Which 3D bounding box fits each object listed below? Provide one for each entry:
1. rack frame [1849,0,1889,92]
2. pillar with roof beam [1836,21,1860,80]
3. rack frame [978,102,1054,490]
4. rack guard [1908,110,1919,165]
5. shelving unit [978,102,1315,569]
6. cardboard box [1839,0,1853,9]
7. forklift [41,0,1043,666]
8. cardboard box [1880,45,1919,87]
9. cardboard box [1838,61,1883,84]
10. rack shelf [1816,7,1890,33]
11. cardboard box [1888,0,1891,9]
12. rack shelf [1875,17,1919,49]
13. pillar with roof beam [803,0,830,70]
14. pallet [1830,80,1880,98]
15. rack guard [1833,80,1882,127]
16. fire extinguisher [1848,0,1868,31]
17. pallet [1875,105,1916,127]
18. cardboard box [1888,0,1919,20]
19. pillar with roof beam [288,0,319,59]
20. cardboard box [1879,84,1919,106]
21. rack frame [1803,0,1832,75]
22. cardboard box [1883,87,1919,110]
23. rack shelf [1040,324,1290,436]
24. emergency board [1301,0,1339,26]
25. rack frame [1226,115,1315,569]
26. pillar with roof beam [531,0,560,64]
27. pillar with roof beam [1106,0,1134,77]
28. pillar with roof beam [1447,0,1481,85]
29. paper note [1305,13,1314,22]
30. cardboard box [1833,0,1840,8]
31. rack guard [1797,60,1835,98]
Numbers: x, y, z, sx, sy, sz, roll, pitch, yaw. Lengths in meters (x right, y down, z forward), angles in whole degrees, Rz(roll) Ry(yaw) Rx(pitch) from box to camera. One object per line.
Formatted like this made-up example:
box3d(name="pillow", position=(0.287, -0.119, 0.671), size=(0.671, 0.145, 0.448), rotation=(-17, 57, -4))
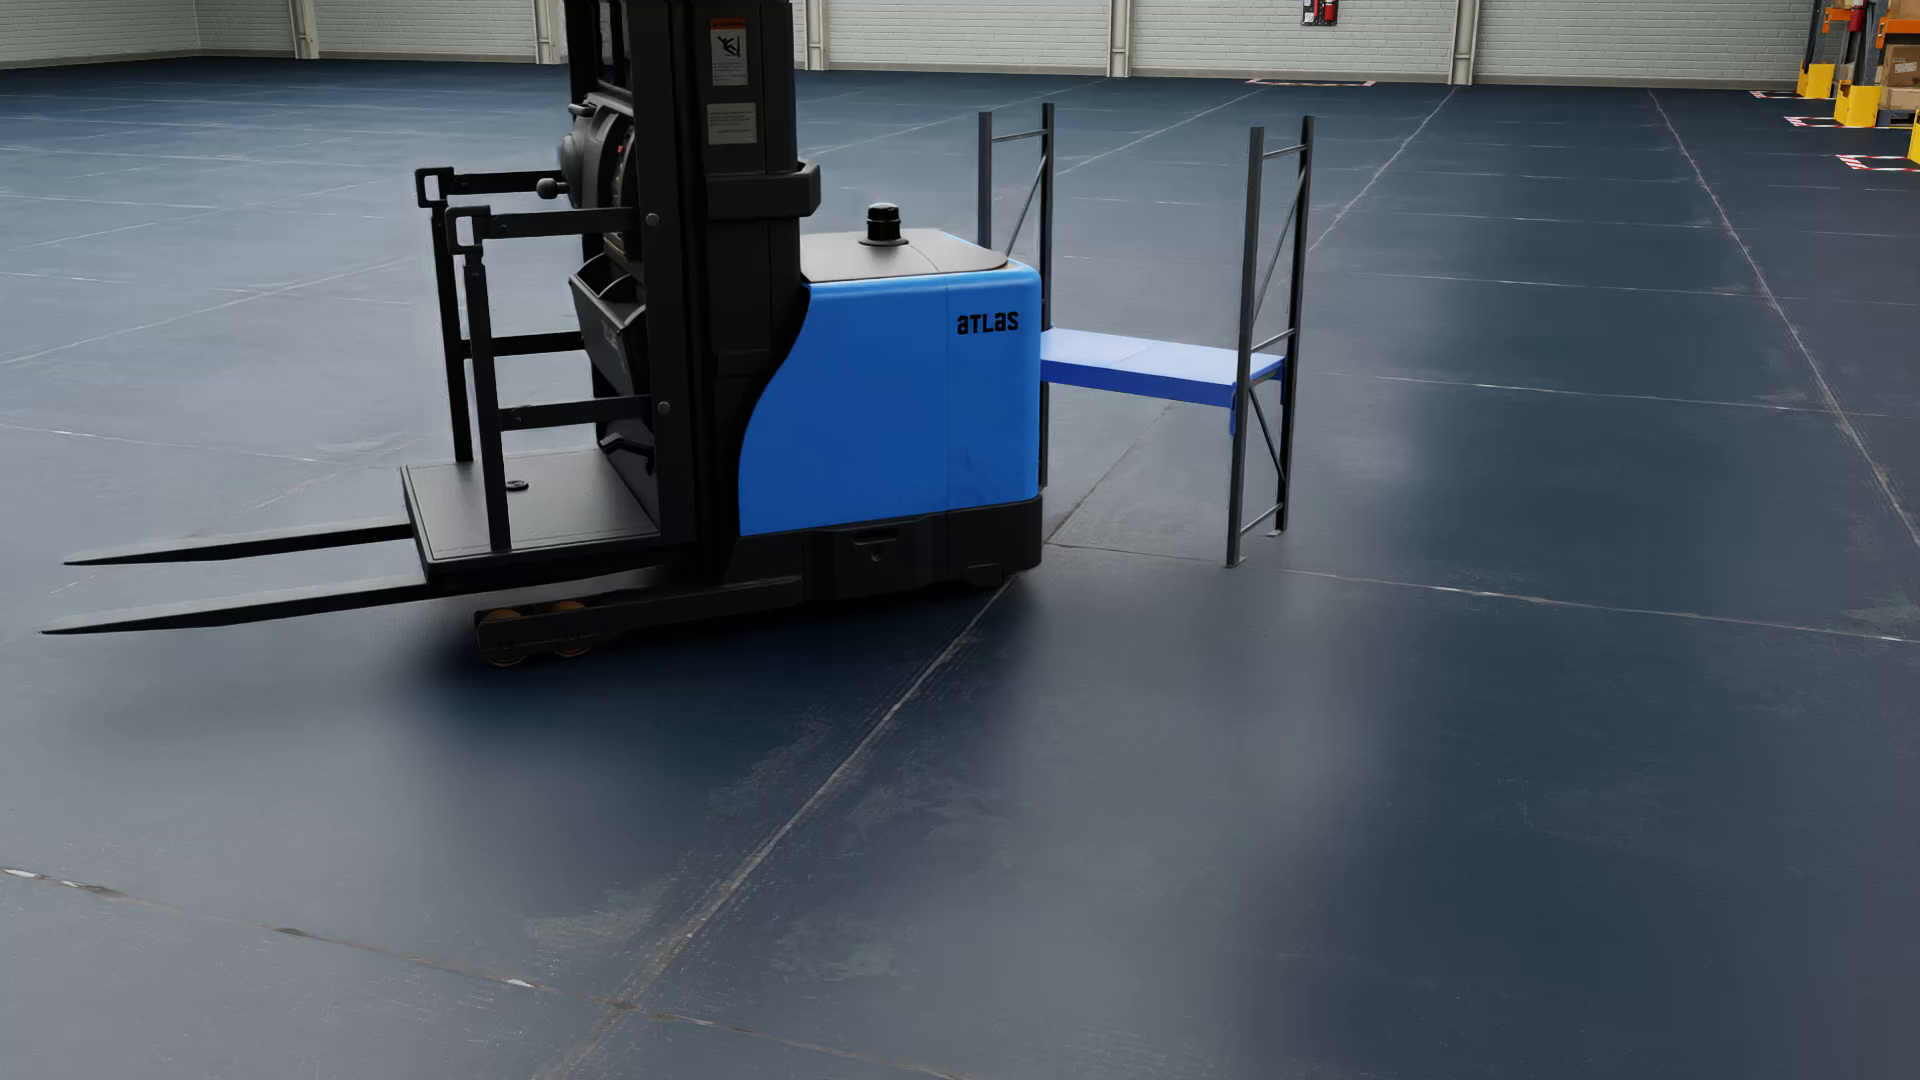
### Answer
box3d(name="rack frame", position=(11.674, -6.854, 21.181), size=(0.127, 3.000, 1.000), rotation=(7, 20, 18))
box3d(name="pillar with roof beam", position=(12.828, -10.082, 21.328), size=(0.400, 9.000, 9.100), rotation=(7, 20, 18))
box3d(name="rack frame", position=(0.208, -0.857, 6.256), size=(0.032, 1.500, 0.500), rotation=(12, 22, 30))
box3d(name="rack guard", position=(10.132, -4.140, 17.193), size=(0.348, 0.500, 1.175), rotation=(7, 20, 18))
box3d(name="shelving unit", position=(0.640, -0.769, 6.003), size=(1.048, 1.500, 0.538), rotation=(12, 22, 30))
box3d(name="cardboard box", position=(13.653, -8.181, 25.187), size=(0.500, 0.250, 0.500), rotation=(6, 20, 16))
box3d(name="forklift", position=(-1.292, -1.202, 5.071), size=(3.031, 2.935, 1.130), rotation=(-7, 21, -20))
box3d(name="cardboard box", position=(12.278, -6.142, 21.540), size=(0.500, 0.500, 0.500), rotation=(7, 20, 18))
box3d(name="cardboard box", position=(13.920, -7.230, 25.676), size=(0.500, 0.311, 0.500), rotation=(4, 20, 12))
box3d(name="rack shelf", position=(15.185, -7.838, 25.099), size=(4.000, 0.370, 1.077), rotation=(7, 20, 18))
box3d(name="cardboard box", position=(14.148, -8.130, 25.039), size=(0.500, 0.250, 0.500), rotation=(6, 20, 16))
box3d(name="rack shelf", position=(13.563, -6.298, 20.679), size=(4.000, 0.370, 1.077), rotation=(7, 20, 18))
box3d(name="pillar with roof beam", position=(-4.175, -12.026, 26.905), size=(0.400, 9.000, 9.100), rotation=(7, 20, 18))
box3d(name="pallet", position=(14.124, -6.970, 25.753), size=(1.213, 0.211, 1.003), rotation=(7, 20, 18))
box3d(name="rack guard", position=(11.651, -5.676, 21.599), size=(0.348, 0.500, 1.175), rotation=(7, 20, 18))
box3d(name="fire extinguisher", position=(11.715, -6.974, 21.644), size=(0.183, 0.674, 0.296), rotation=(7, 20, 18))
box3d(name="pallet", position=(12.410, -5.467, 21.440), size=(1.213, 0.211, 1.003), rotation=(7, 20, 18))
box3d(name="cardboard box", position=(12.111, -6.846, 21.008), size=(0.500, 0.500, 0.700), rotation=(7, 20, 18))
box3d(name="pillar with roof beam", position=(-15.510, -13.322, 30.624), size=(0.400, 9.000, 9.100), rotation=(7, 20, 18))
box3d(name="cardboard box", position=(12.277, -5.787, 21.661), size=(0.500, 0.250, 0.500), rotation=(7, 20, 18))
box3d(name="rack frame", position=(13.296, -8.394, 25.600), size=(0.127, 3.000, 1.000), rotation=(7, 20, 18))
box3d(name="cardboard box", position=(12.107, -5.626, 21.199), size=(0.500, 0.250, 0.500), rotation=(7, 20, 18))
box3d(name="rack shelf", position=(0.640, -0.599, 6.062), size=(1.000, 0.185, 0.538), rotation=(12, 22, 30))
box3d(name="emergency board", position=(6.251, -9.514, 28.814), size=(0.643, 1.169, 0.194), rotation=(7, 20, 18))
box3d(name="rack frame", position=(1.072, -0.680, 5.750), size=(0.032, 1.500, 0.500), rotation=(12, 22, 30))
box3d(name="pillar with roof beam", position=(-9.843, -12.674, 28.765), size=(0.400, 9.000, 9.100), rotation=(7, 20, 18))
box3d(name="pillar with roof beam", position=(1.493, -11.378, 25.046), size=(0.400, 9.000, 9.100), rotation=(7, 20, 18))
box3d(name="pillar with roof beam", position=(7.161, -10.730, 23.187), size=(0.400, 9.000, 9.100), rotation=(7, 20, 18))
box3d(name="paper note", position=(6.107, -9.139, 29.076), size=(0.142, 0.148, 0.016), rotation=(7, 20, 18))
box3d(name="cardboard box", position=(13.801, -8.343, 25.650), size=(0.500, 0.250, 0.500), rotation=(7, 20, 19))
box3d(name="rack guard", position=(13.368, -7.206, 25.988), size=(0.348, 0.500, 1.175), rotation=(7, 20, 18))
